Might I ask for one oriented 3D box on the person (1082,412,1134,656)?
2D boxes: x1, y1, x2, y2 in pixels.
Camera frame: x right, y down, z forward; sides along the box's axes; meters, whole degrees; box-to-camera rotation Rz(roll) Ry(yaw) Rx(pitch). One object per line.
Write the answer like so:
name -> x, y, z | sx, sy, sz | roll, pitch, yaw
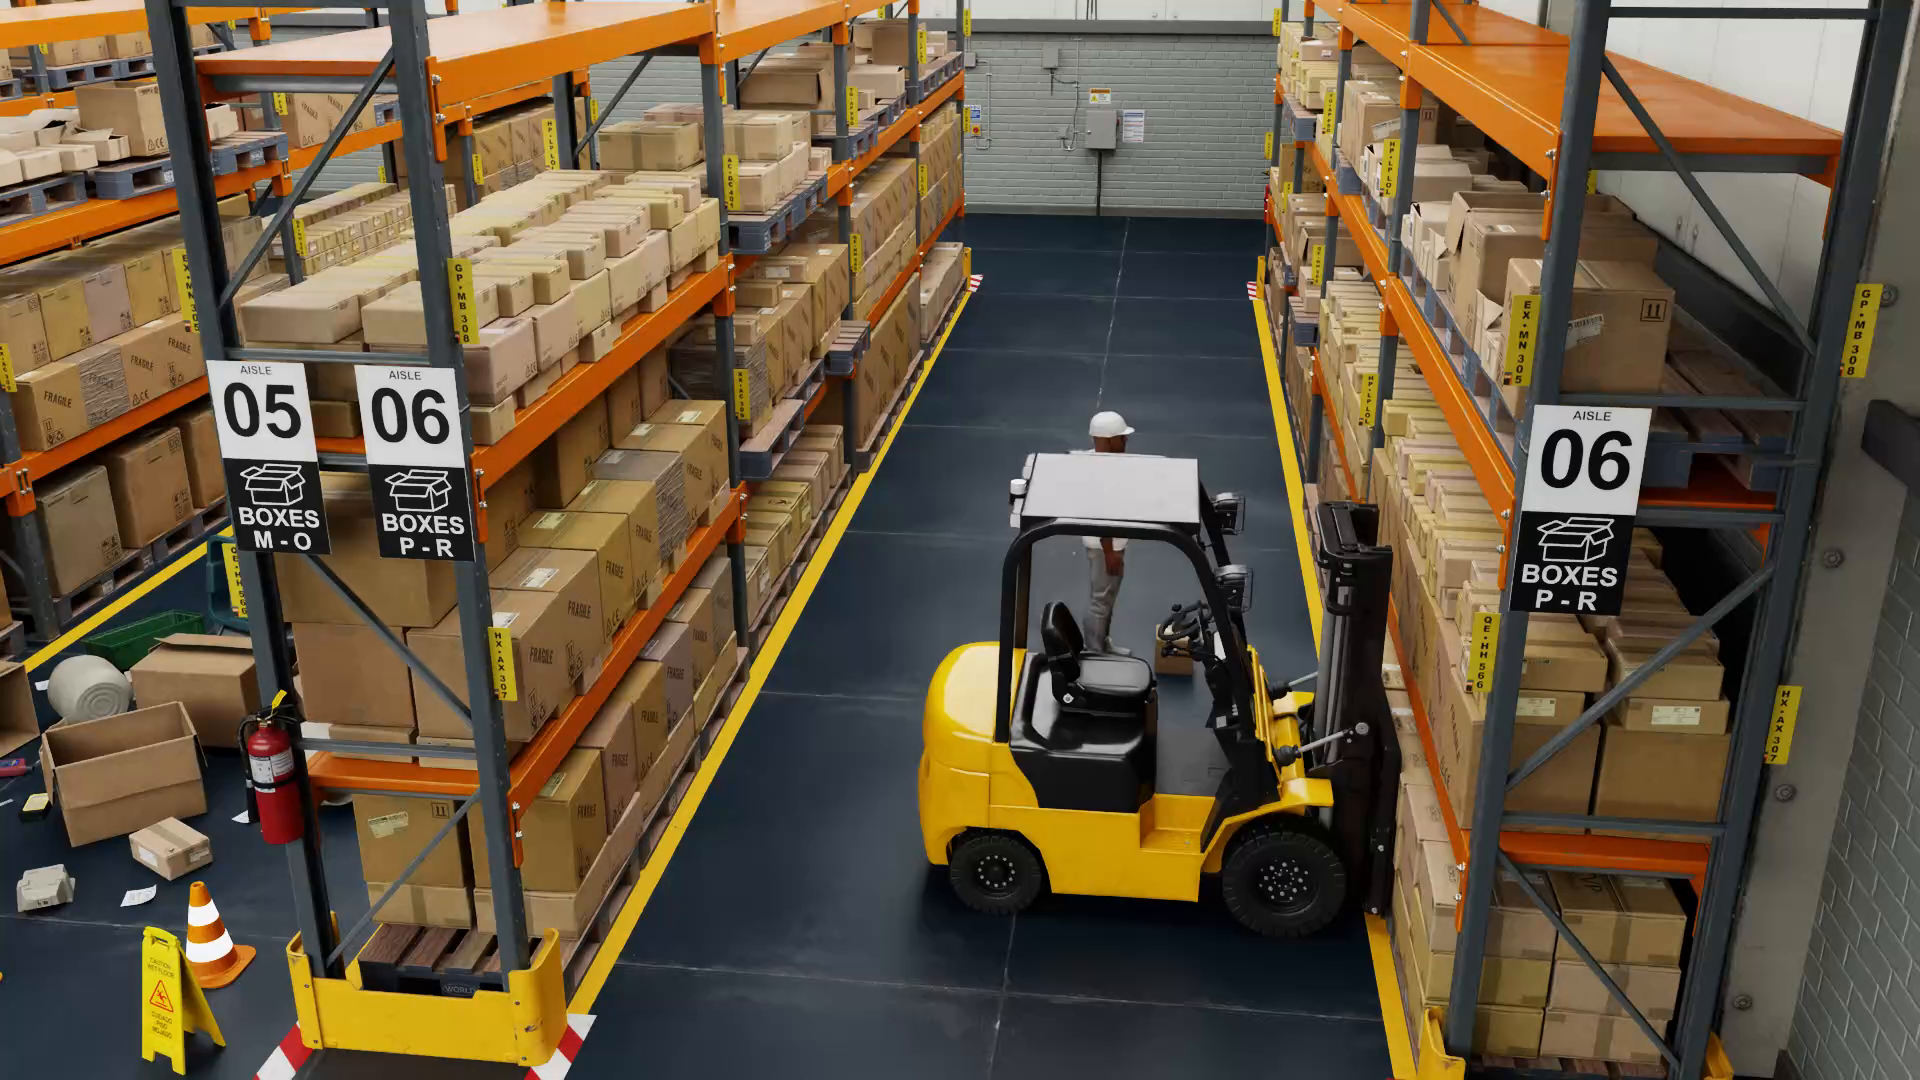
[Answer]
person -> 0.982, 0.015, 11.027 | 0.372, 1.780, 0.570 | 3, 21, 7
